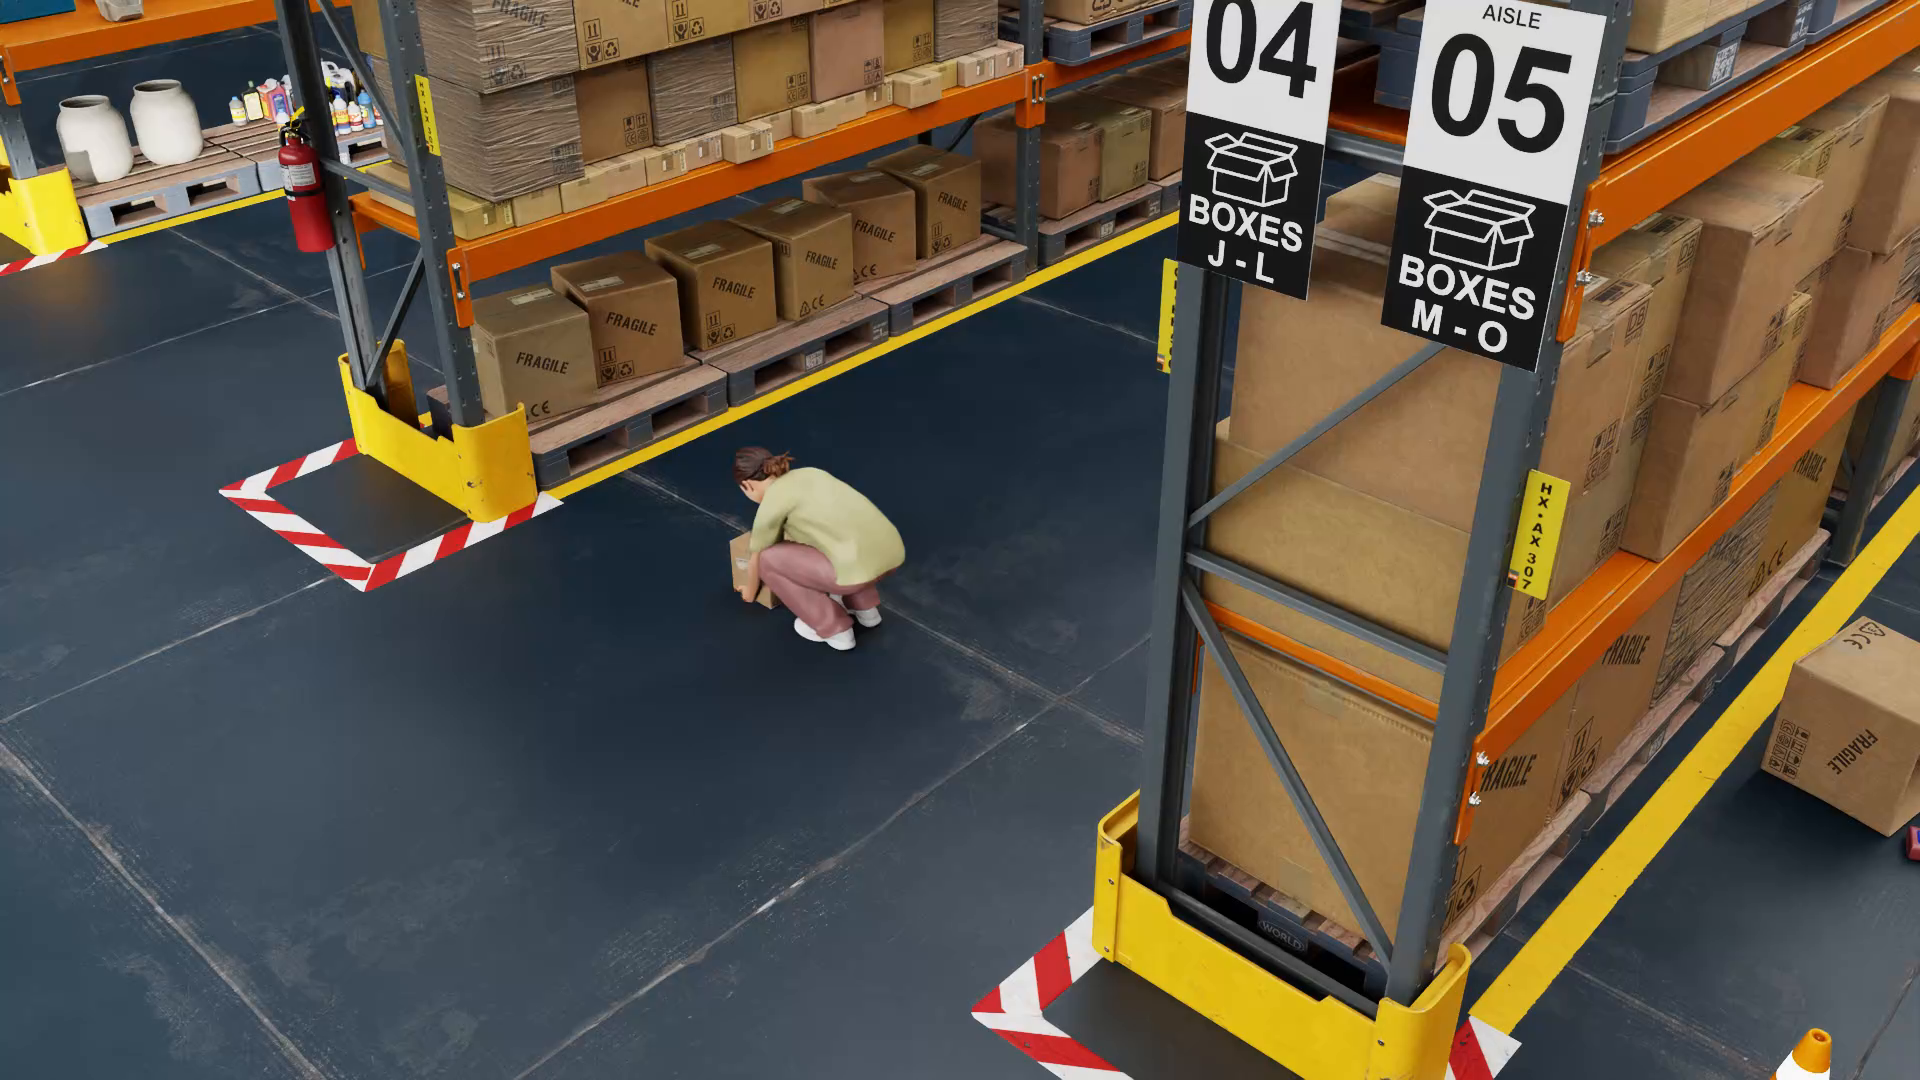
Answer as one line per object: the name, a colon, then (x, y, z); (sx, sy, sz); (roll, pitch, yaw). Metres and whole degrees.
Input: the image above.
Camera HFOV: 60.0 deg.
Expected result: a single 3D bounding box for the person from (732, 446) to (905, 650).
person: (-0.615, 0.039, 7.039); (0.835, 0.817, 0.468); (25, 39, 35)
